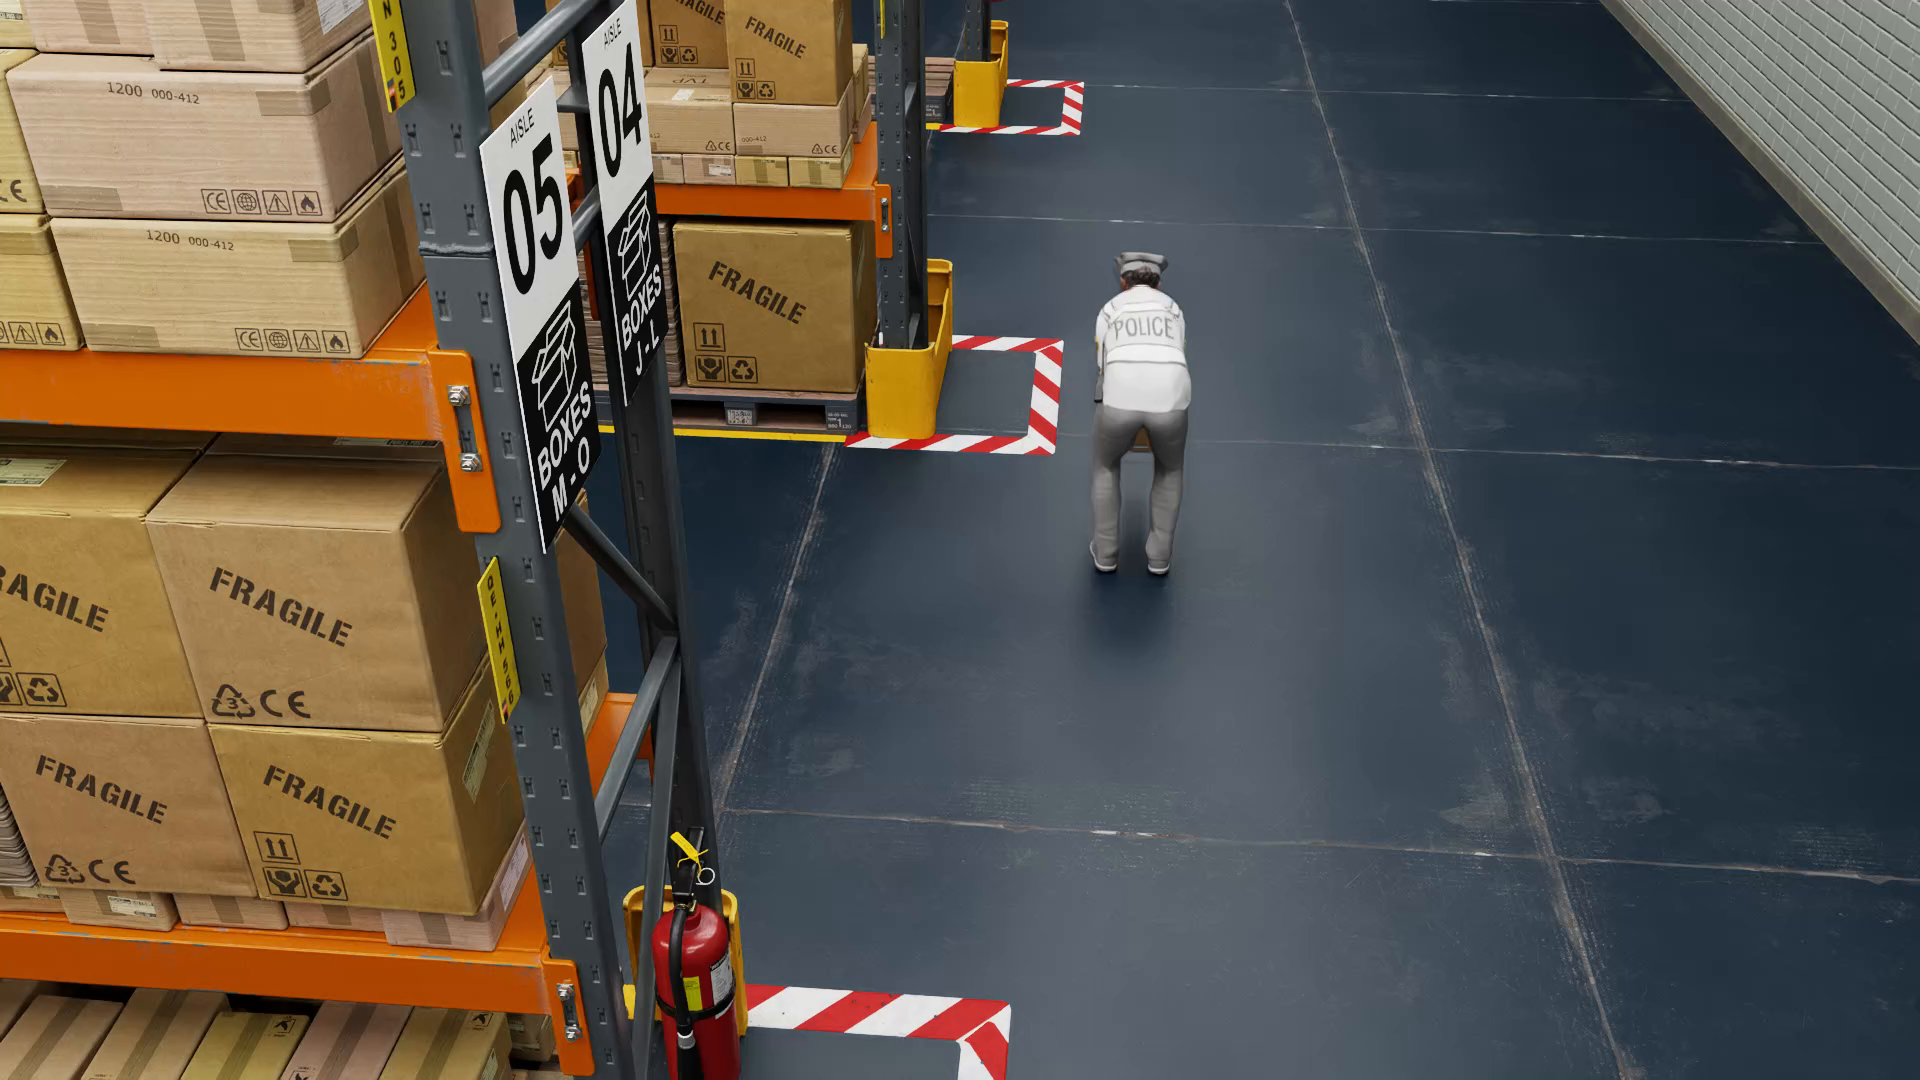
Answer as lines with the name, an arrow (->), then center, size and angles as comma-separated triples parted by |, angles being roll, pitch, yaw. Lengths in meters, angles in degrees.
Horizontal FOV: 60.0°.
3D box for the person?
person -> 0.791, -0.573, 7.404 | 0.414, 1.291, 0.902 | 2, 32, 3
